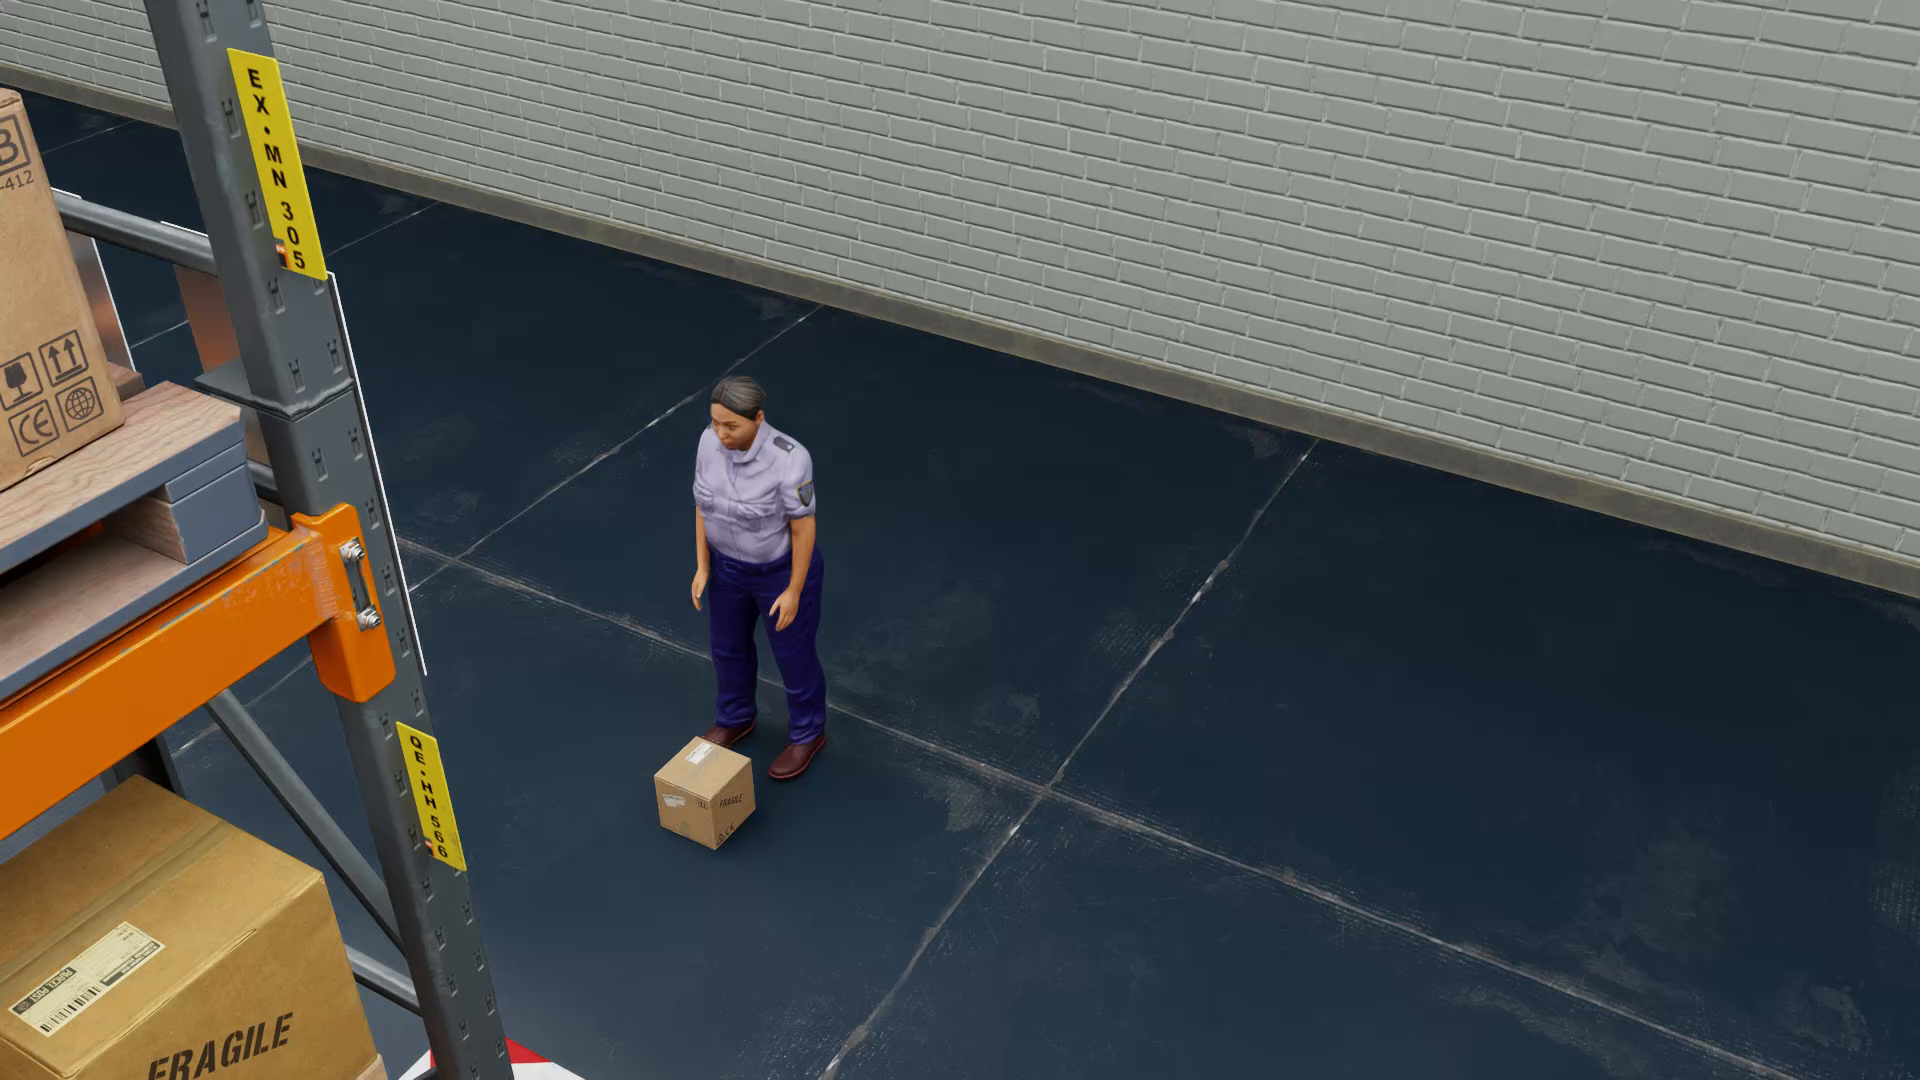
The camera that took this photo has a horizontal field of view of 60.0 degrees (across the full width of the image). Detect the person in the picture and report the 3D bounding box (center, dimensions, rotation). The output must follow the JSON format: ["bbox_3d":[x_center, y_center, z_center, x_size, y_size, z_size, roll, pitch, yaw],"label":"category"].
[{"bbox_3d":[-0.739,0.133,5.974,0.526,1.676,0.411,18,38,24],"label":"person"}]
